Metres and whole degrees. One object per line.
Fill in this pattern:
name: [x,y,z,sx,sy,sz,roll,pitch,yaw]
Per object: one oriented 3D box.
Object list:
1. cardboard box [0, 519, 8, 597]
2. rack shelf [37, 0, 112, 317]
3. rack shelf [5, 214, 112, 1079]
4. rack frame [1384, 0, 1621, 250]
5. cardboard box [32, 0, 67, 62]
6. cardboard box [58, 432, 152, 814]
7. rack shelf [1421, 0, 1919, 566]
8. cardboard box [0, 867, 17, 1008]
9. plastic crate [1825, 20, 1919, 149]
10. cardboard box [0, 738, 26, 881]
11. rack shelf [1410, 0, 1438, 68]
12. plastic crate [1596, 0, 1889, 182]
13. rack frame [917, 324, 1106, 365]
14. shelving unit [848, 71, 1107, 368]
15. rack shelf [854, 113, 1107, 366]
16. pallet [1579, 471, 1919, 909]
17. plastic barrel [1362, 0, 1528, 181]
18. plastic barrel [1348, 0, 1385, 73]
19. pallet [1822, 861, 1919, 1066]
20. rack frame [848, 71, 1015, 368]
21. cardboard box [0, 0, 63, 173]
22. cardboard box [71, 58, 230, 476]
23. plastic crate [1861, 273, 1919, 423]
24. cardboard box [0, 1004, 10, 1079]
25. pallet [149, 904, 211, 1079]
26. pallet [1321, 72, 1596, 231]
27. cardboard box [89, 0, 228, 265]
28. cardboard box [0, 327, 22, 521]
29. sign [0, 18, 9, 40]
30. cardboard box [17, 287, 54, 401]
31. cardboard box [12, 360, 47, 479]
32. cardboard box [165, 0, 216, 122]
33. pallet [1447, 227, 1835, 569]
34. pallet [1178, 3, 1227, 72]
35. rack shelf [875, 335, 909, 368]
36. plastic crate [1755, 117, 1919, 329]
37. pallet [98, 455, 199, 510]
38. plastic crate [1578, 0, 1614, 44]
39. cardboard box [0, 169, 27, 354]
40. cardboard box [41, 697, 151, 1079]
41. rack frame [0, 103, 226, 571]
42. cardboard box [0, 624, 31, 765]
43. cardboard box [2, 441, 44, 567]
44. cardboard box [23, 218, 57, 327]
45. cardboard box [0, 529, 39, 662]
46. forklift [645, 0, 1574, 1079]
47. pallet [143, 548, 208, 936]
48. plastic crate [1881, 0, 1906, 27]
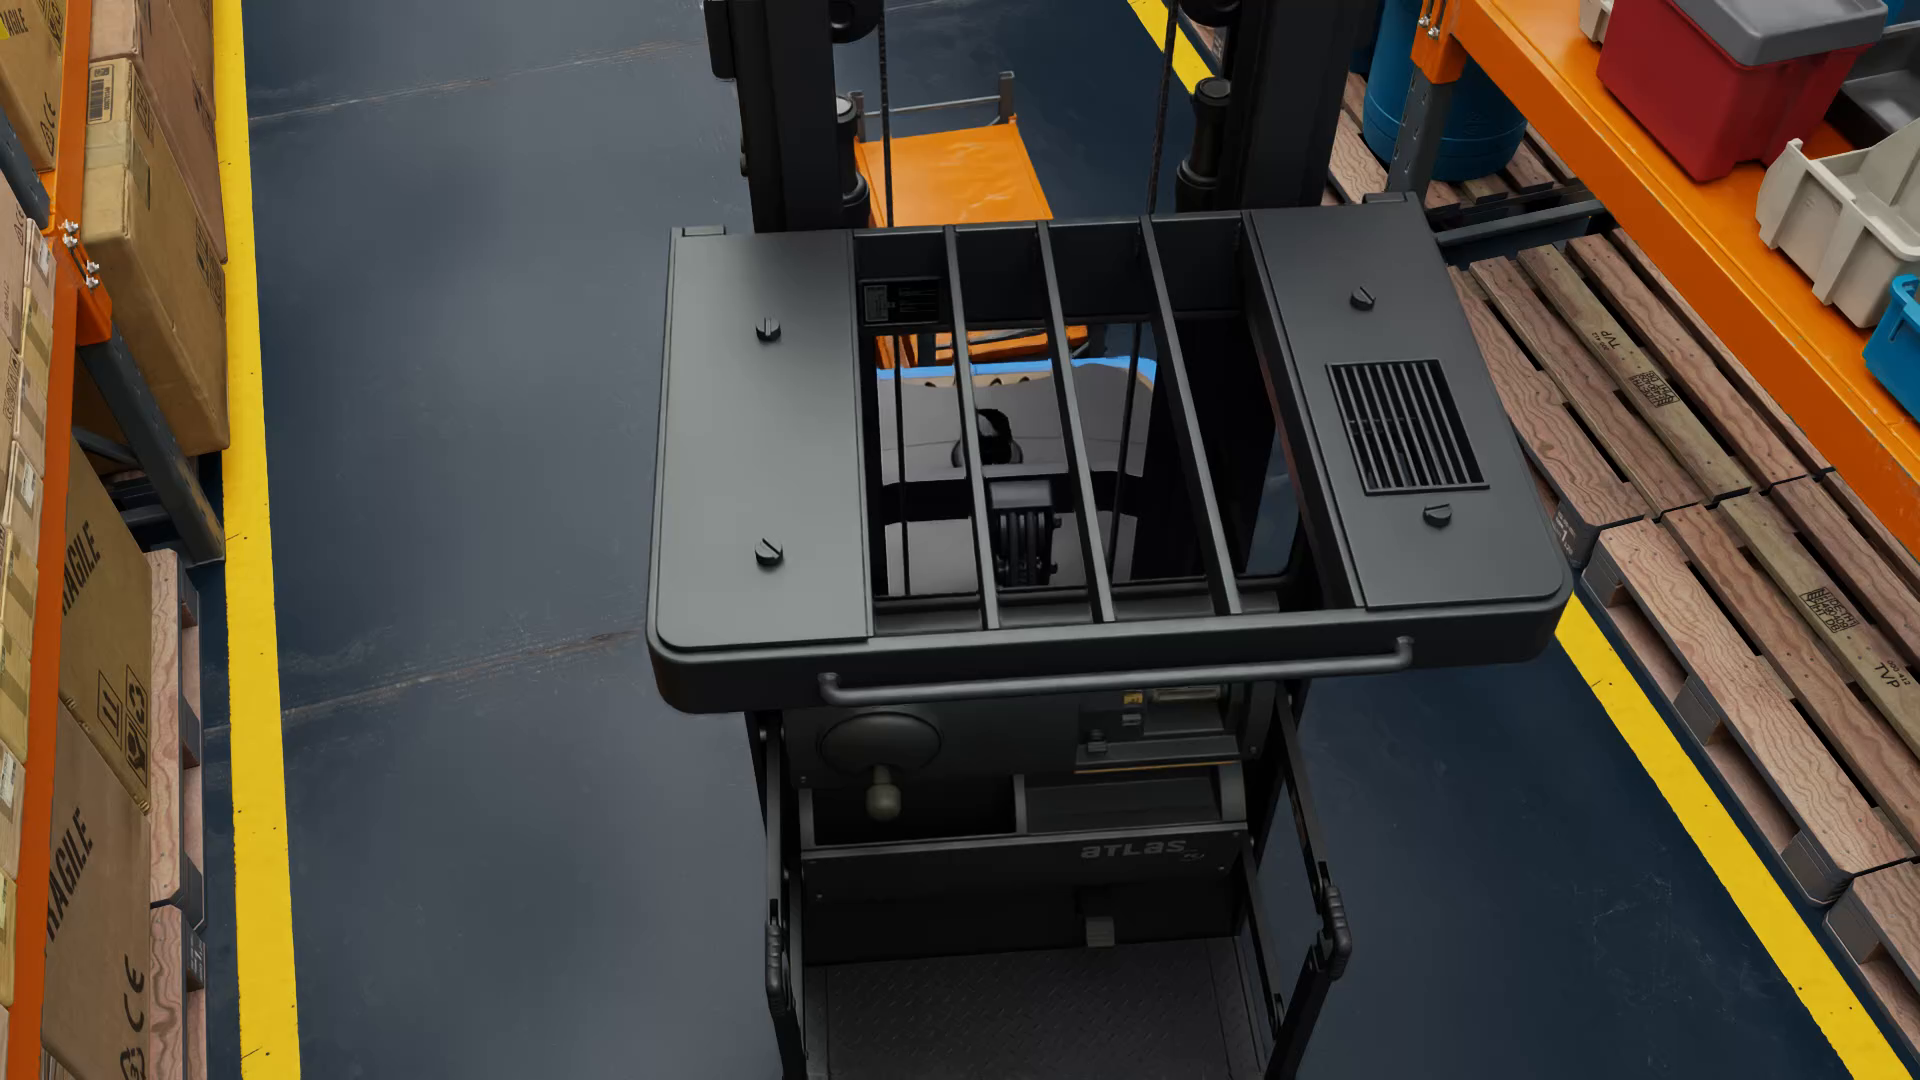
cardboard box: [-2.099,0.135,3.078,0.500,0.250,0.500,-12,51,-10]
rack shelf: [-3.378,-2.059,5.495,1.077,0.370,4.000,-13,51,-11]
rack shelf: [-2.195,0.862,3.032,1.077,0.370,4.000,-13,51,-11]
rack frame: [1.944,-1.950,4.932,1.000,3.000,0.127,-13,51,-11]
cardboard box: [-2.834,-1.622,4.590,0.500,0.500,0.500,-13,51,-11]
cardboard box: [-2.668,0.219,4.218,0.875,0.875,0.875,-13,51,-11]
rack shelf: [2.536,-0.258,3.976,1.077,0.370,4.000,-13,51,-11]
cardboard box: [-1.850,0.715,2.850,0.380,0.149,0.250,-14,51,-12]
plastic crate: [2.532,-1.124,4.377,0.437,0.125,0.590,-13,51,-11]
cardboard box: [-1.929,0.524,3.011,0.380,0.149,0.250,-13,51,-10]
rack shelf: [1.353,-3.179,6.439,1.077,0.370,4.000,-13,51,-11]
plastic crate: [1.969,-1.281,4.287,0.402,0.464,0.583,-13,51,-11]
rack frame: [0.136,-0.224,4.703,0.500,1.125,0.032,-10,51,-8]
shelving unit: [0.026,-0.603,5.023,0.538,1.125,1.048,-10,51,-8]
rack shelf: [0.026,-0.792,4.799,0.538,0.278,1.000,-10,51,-8]
pallet: [2.563,0.369,4.801,1.003,0.211,1.213,-13,51,-11]
plastic barrel: [1.800,-1.811,5.912,0.600,0.901,0.708,-13,51,-11]
plastic barrel: [1.590,-2.328,6.348,0.600,0.901,0.708,-13,51,-11]
pallet: [2.921,1.259,4.051,1.003,0.211,1.213,-13,51,-11]
rack frame: [-0.084,-0.983,5.343,0.500,1.125,0.032,-10,51,-8]
cardboard box: [-2.684,-1.255,4.281,0.500,0.500,0.500,-13,51,-11]
cardboard box: [-2.995,-0.744,5.030,1.225,0.875,0.875,-13,51,-11]
plastic crate: [2.275,-0.436,3.726,0.416,0.233,0.300,-13,51,-11]
cardboard box: [-1.776,0.900,2.694,0.380,0.149,0.250,-14,51,-11]
pallet: [-2.272,1.534,3.819,1.003,0.211,1.213,-13,51,-11]
pallet: [1.756,-1.625,6.481,1.003,0.211,1.213,-13,51,-11]
cardboard box: [-3.260,-1.396,5.580,1.225,0.875,0.875,-15,51,-12]
cardboard box: [-2.250,-0.237,3.392,0.500,0.250,0.500,-12,51,-10]
sign: [-2.257,-1.262,3.734,0.100,0.325,0.005,-13,51,-11]
cardboard box: [-2.307,-0.413,3.800,0.380,0.149,0.250,-12,51,-10]
cardboard box: [-2.232,-0.225,3.642,0.380,0.149,0.250,-14,51,-12]
cardboard box: [-3.529,-2.041,6.124,1.225,0.875,0.875,-13,51,-11]
pallet: [2.199,-0.523,5.553,1.003,0.211,1.213,-13,51,-11]
pallet: [1.392,-2.517,7.234,1.003,0.211,1.213,-13,51,-11]
rack shelf: [0.026,-0.446,5.210,0.538,0.278,1.000,-10,51,-8]
plastic crate: [2.220,-0.775,3.979,0.437,0.282,0.530,-13,51,-11]
pallet: [-3.087,-0.478,5.515,1.003,0.211,1.213,-13,51,-11]
plastic crate: [1.946,-1.512,4.696,0.396,0.136,0.243,-13,51,-11]
cardboard box: [-2.406,-0.615,3.710,0.500,0.250,0.500,-14,51,-12]
cardboard box: [-2.402,0.876,3.664,0.875,0.875,0.875,-13,51,-11]
rack frame: [-2.787,-0.830,3.988,1.000,3.000,0.127,-13,51,-11]
cardboard box: [-2.003,0.338,3.168,0.380,0.149,0.250,-14,51,-12]
cardboard box: [-2.156,-0.038,3.484,0.380,0.149,0.250,-12,51,-10]
cardboard box: [-2.384,-0.601,3.959,0.380,0.149,0.250,-13,51,-11]
cardboard box: [-2.079,0.151,3.325,0.380,0.149,0.250,-12,51,-10]
forklift: [0.150,0.418,2.980,1.130,2.935,3.031,-3,50,-3]
pallet: [-2.637,0.641,4.571,1.003,0.211,1.213,-13,51,-11]
plastic crate: [2.408,-1.701,4.693,0.392,0.384,0.575,-13,51,-11]
